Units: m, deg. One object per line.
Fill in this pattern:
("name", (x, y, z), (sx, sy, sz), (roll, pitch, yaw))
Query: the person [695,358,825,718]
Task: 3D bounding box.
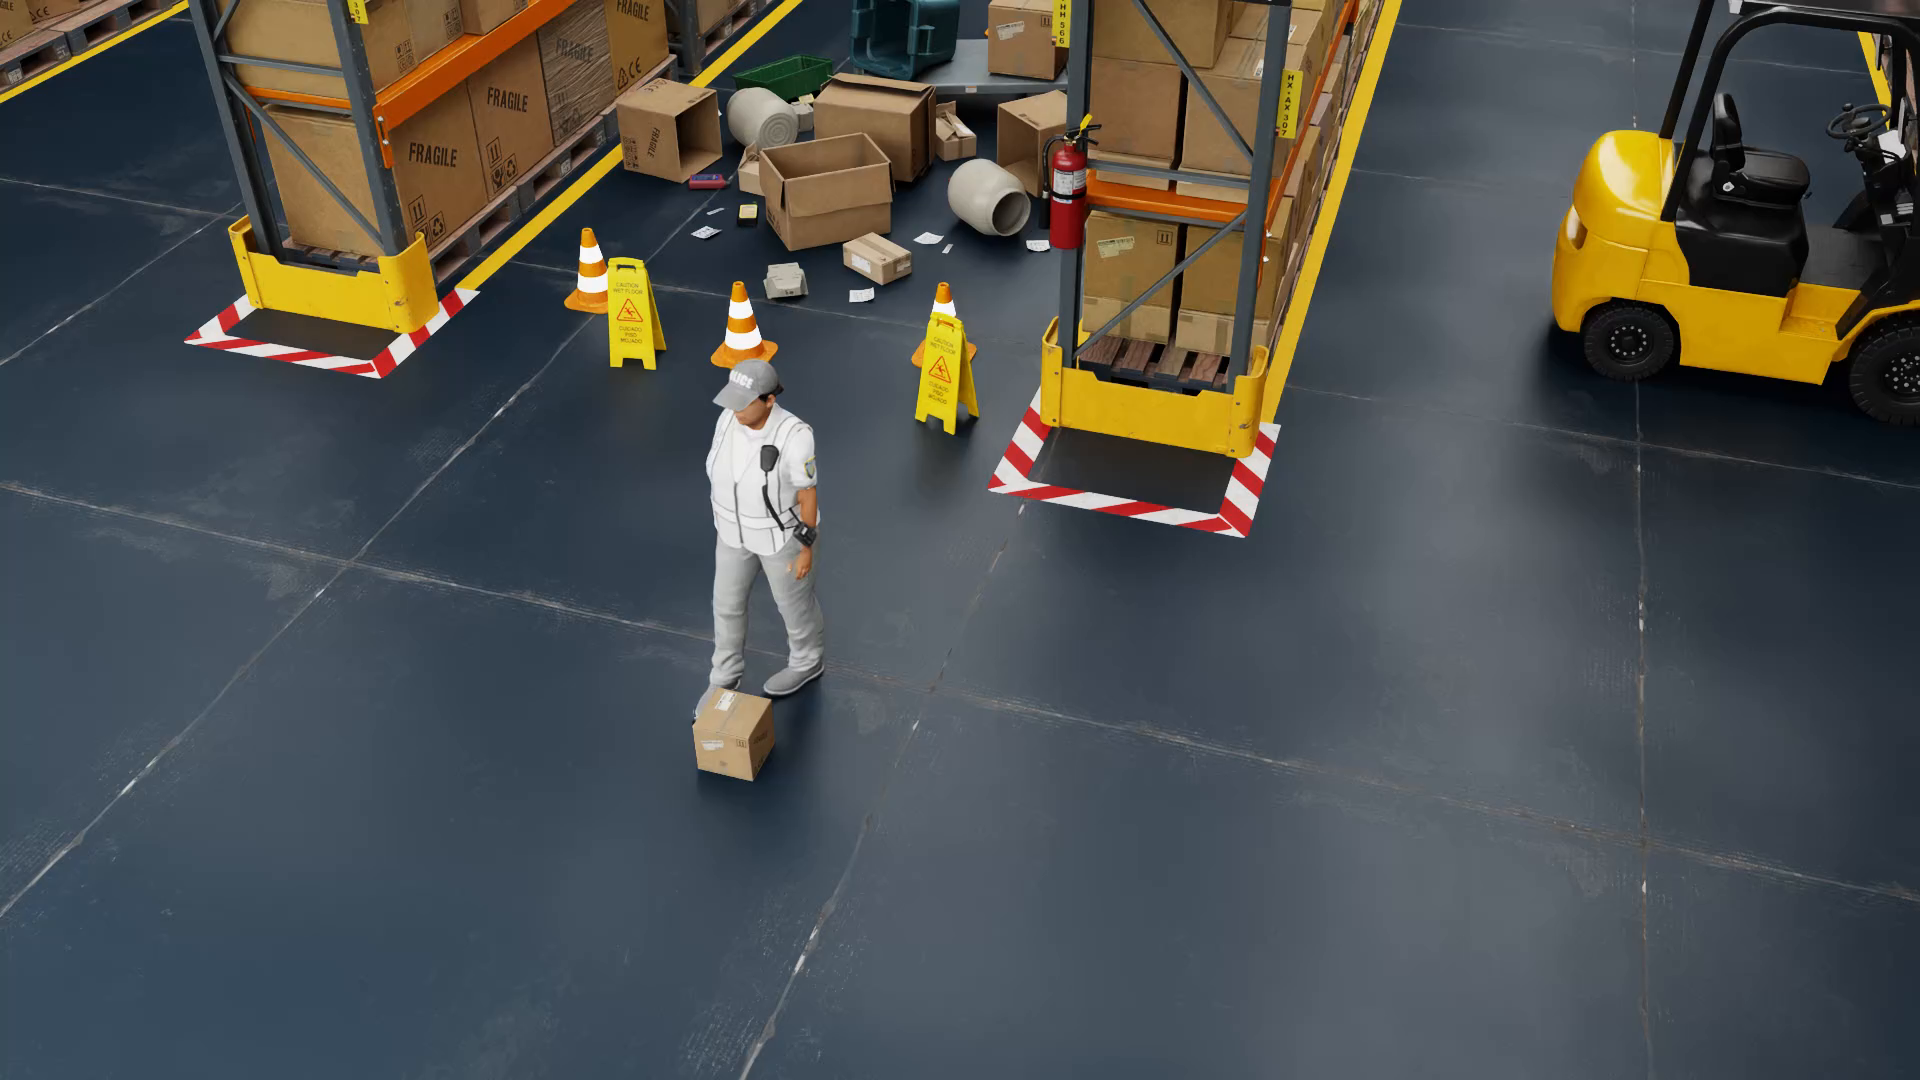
("person", (-0.853, 0.025, 6.848), (0.478, 1.656, 0.581), (17, 40, 21))
